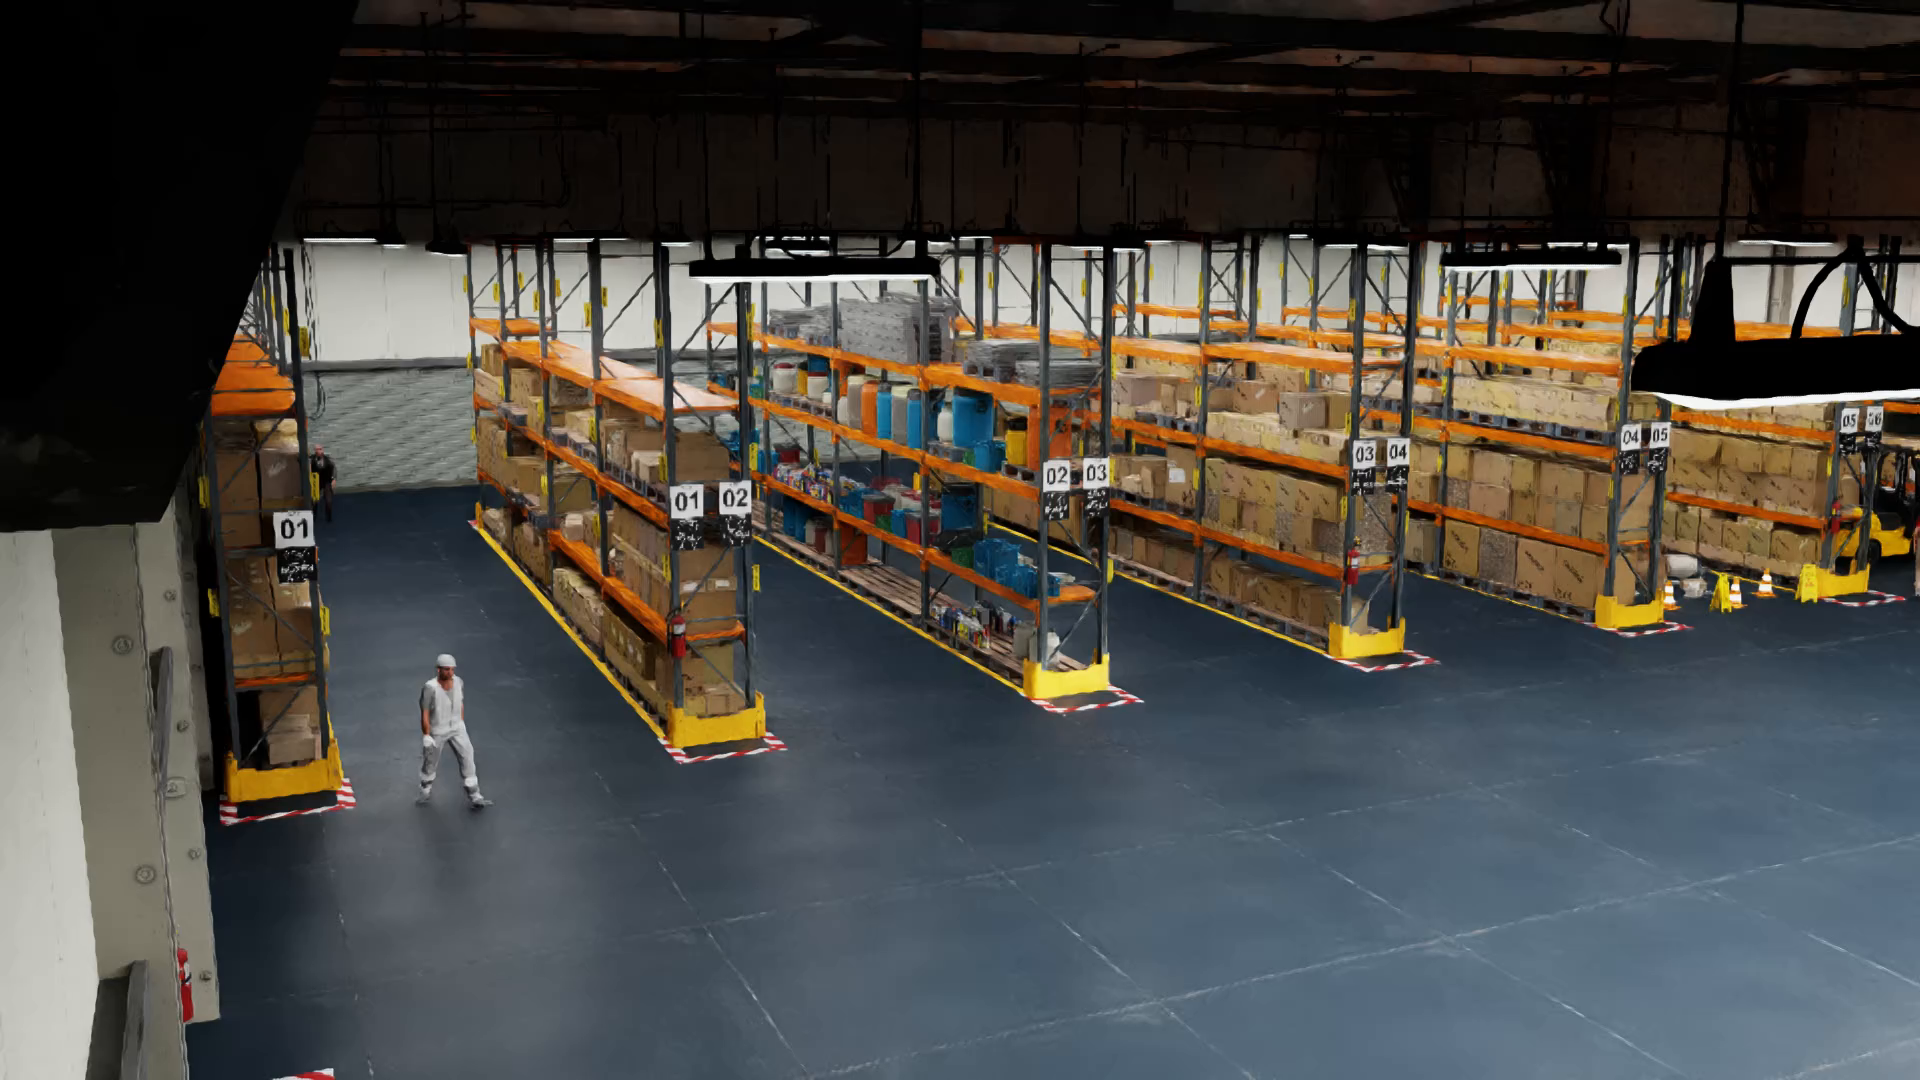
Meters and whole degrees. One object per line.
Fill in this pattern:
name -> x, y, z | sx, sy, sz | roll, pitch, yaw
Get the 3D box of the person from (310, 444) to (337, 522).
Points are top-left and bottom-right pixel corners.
person -> -13.434, -1.198, 34.949 | 0.677, 1.673, 0.534 | -5, 12, -26

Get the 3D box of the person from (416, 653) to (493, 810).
person -> -5.537, 2.061, 17.967 | 0.968, 1.746, 0.596 | 10, 15, 42

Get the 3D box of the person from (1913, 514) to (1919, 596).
person -> 16.426, 0.093, 28.128 | 0.659, 1.679, 0.903 | 1, 11, 4
